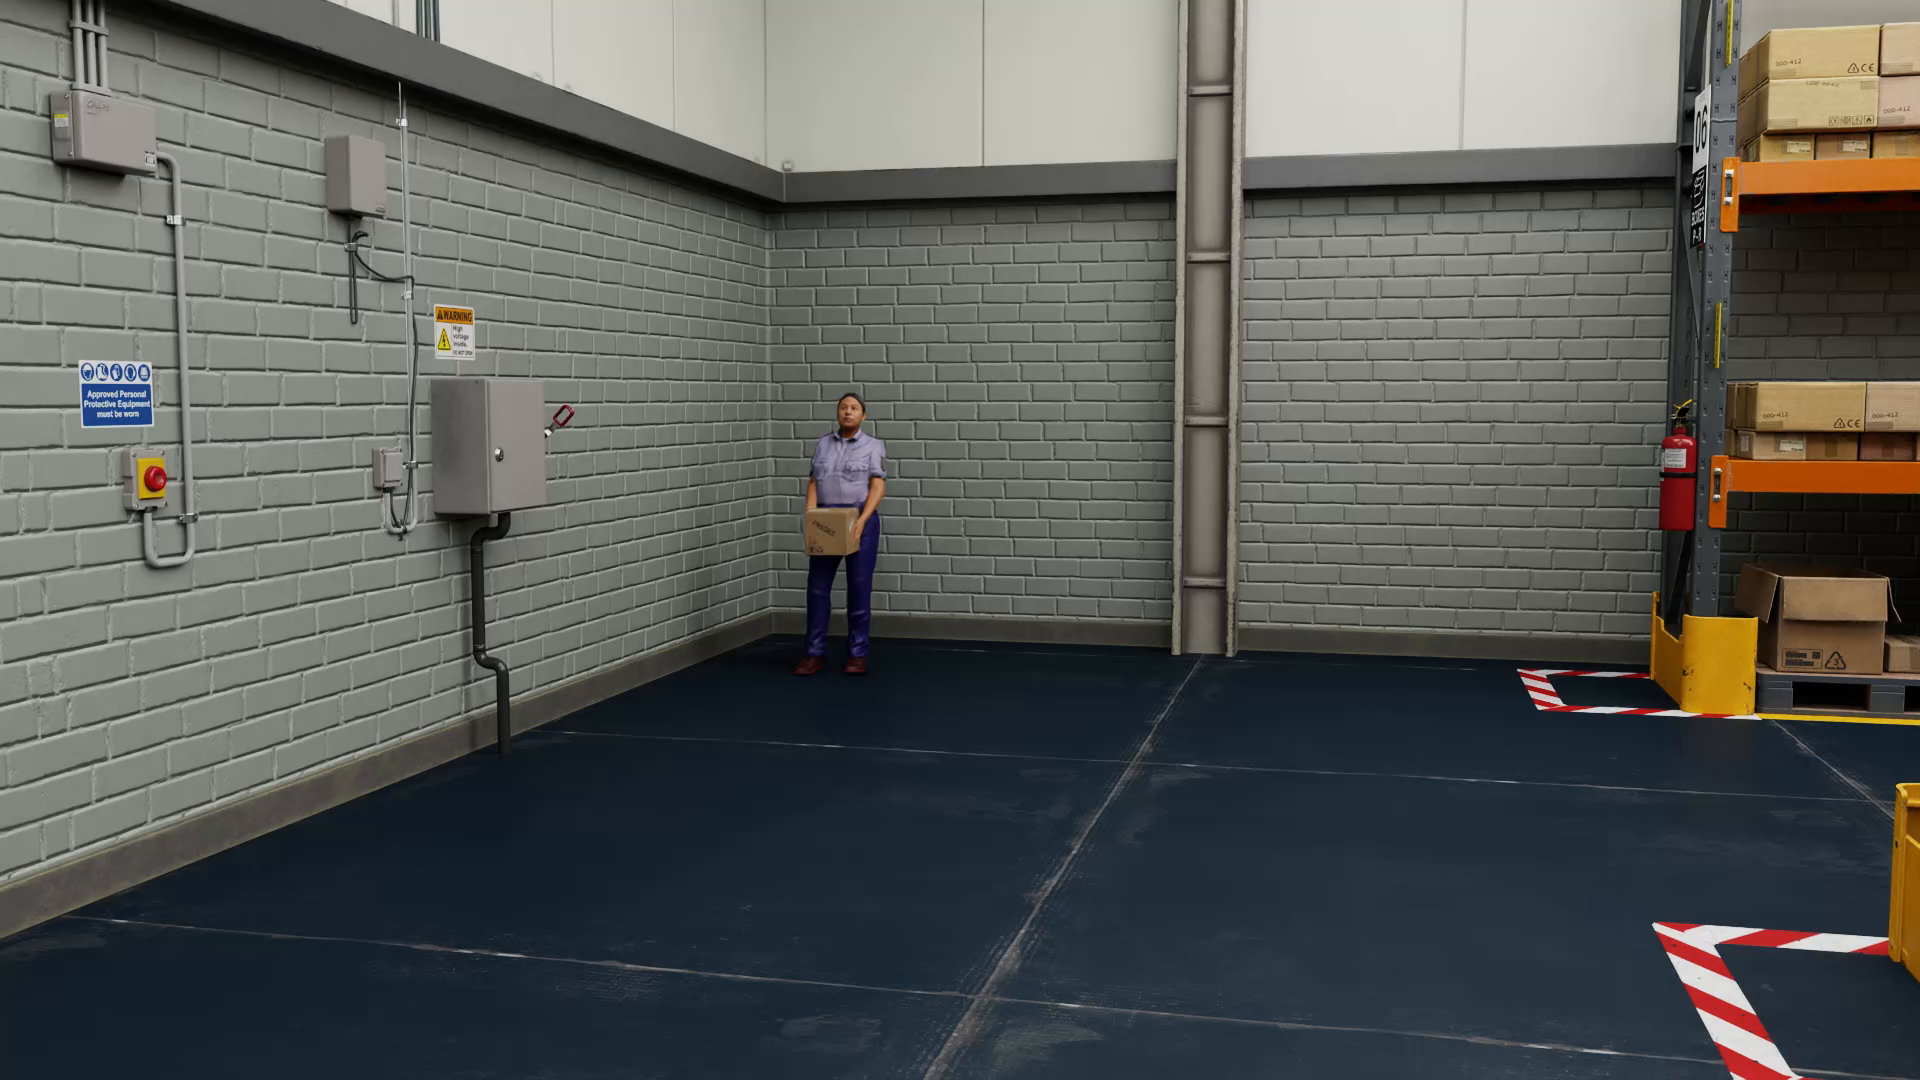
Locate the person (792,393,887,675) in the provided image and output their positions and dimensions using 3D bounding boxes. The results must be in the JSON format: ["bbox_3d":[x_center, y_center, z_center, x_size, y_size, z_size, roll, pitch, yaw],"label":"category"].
[{"bbox_3d":[-0.700,-0.039,9.802,0.522,1.653,0.456,1,5,13],"label":"person"}]
